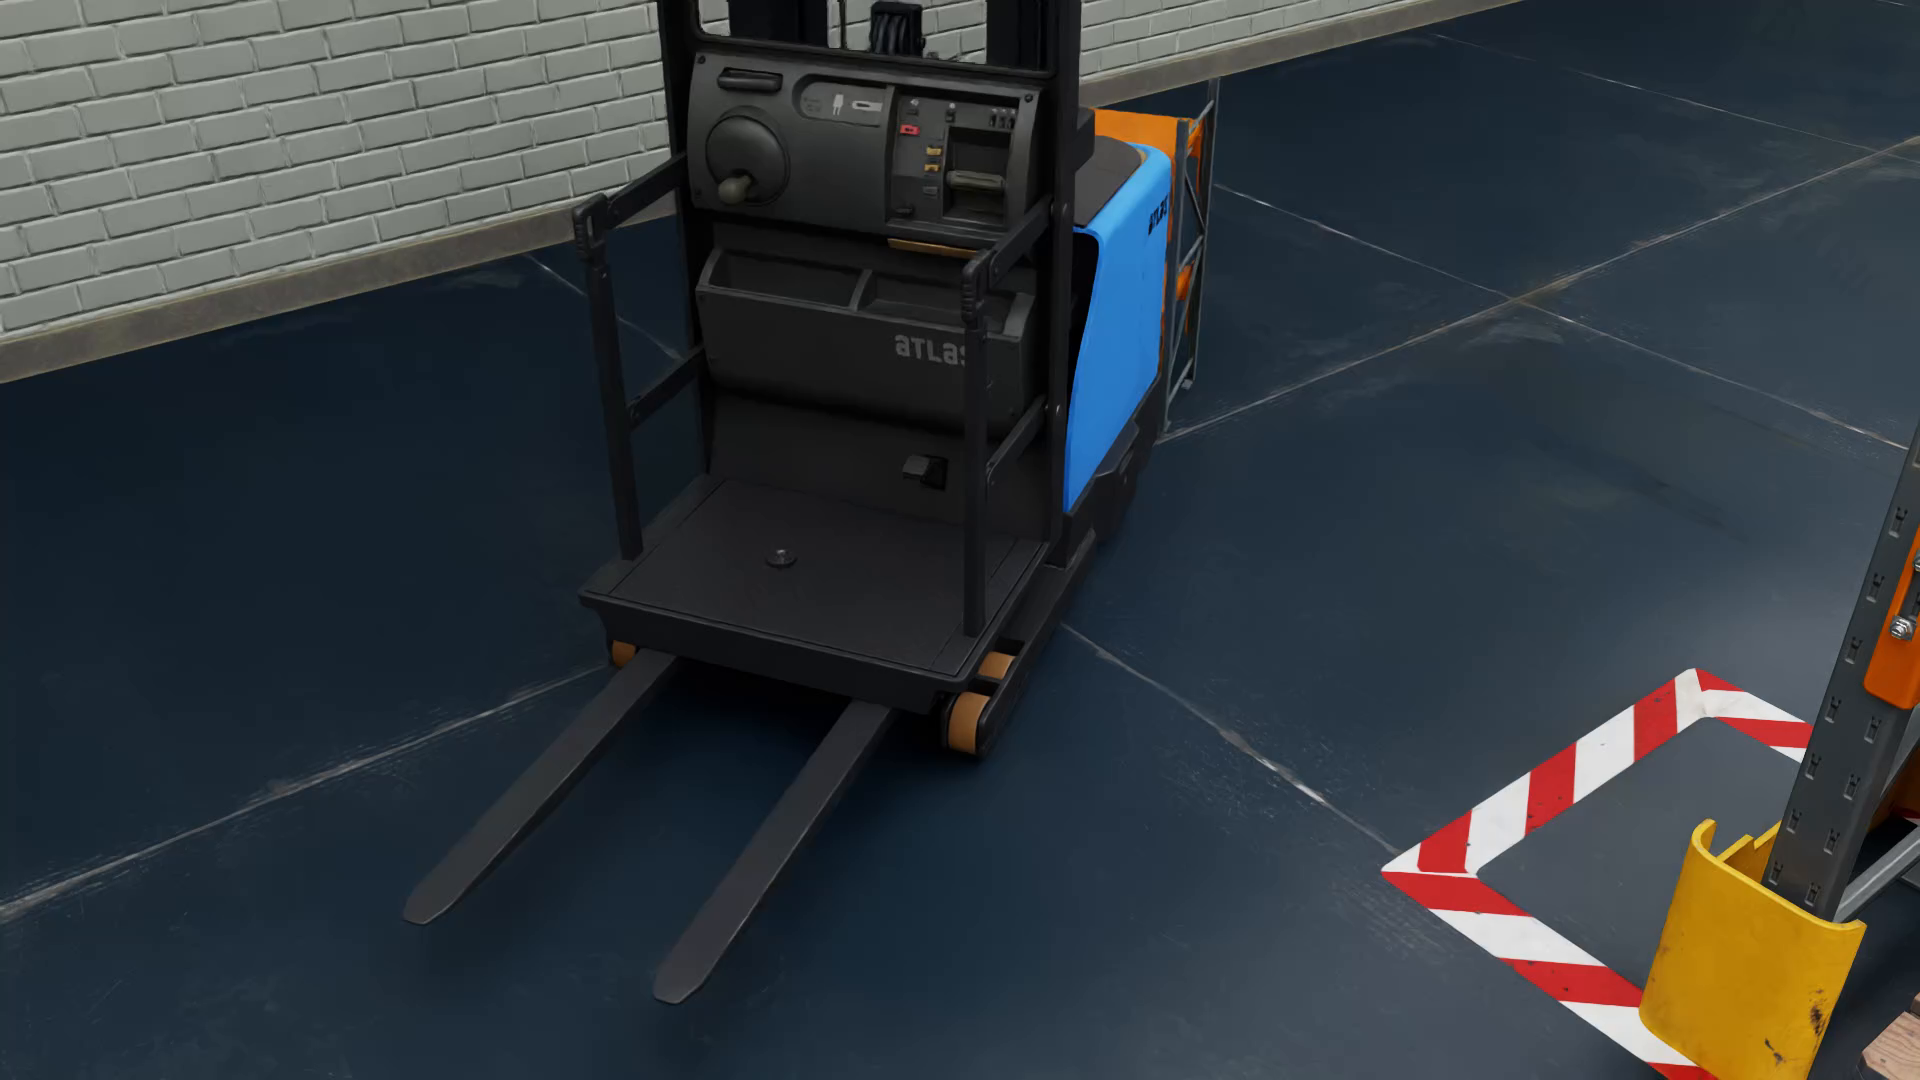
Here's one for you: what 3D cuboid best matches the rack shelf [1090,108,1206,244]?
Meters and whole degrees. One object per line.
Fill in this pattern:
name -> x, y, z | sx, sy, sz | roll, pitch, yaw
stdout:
rack shelf -> 0.306, -1.307, 5.733 | 1.000, 0.278, 0.538 | 11, 33, 17

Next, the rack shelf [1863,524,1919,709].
rack shelf -> 3.259, 0.781, 1.832 | 1.077, 0.370, 4.000 | -22, 38, -31

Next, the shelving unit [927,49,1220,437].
shelving unit -> 0.306, -1.058, 5.887 | 1.048, 1.125, 0.538 | 11, 33, 17

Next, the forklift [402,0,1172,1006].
forklift -> -0.330, -0.933, 3.974 | 1.130, 2.935, 3.031 | 12, 34, 18

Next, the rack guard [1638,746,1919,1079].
rack guard -> 2.007, 0.698, 3.653 | 1.175, 0.500, 0.348 | -22, 38, -31

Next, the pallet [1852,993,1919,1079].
pallet -> 2.507, 1.182, 3.146 | 1.003, 0.211, 1.213 | -22, 38, -31

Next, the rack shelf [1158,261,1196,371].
rack shelf -> 0.306, -0.850, 6.016 | 1.000, 0.278, 0.538 | 11, 33, 17

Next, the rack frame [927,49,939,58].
rack frame -> -0.173, -1.149, 6.033 | 0.032, 1.125, 0.500 | 11, 33, 17

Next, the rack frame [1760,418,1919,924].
rack frame -> 2.032, -0.359, 2.984 | 1.000, 3.000, 0.127 | -22, 38, -31

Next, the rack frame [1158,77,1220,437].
rack frame -> 0.784, -0.968, 5.742 | 0.032, 1.125, 0.500 | 11, 33, 17
